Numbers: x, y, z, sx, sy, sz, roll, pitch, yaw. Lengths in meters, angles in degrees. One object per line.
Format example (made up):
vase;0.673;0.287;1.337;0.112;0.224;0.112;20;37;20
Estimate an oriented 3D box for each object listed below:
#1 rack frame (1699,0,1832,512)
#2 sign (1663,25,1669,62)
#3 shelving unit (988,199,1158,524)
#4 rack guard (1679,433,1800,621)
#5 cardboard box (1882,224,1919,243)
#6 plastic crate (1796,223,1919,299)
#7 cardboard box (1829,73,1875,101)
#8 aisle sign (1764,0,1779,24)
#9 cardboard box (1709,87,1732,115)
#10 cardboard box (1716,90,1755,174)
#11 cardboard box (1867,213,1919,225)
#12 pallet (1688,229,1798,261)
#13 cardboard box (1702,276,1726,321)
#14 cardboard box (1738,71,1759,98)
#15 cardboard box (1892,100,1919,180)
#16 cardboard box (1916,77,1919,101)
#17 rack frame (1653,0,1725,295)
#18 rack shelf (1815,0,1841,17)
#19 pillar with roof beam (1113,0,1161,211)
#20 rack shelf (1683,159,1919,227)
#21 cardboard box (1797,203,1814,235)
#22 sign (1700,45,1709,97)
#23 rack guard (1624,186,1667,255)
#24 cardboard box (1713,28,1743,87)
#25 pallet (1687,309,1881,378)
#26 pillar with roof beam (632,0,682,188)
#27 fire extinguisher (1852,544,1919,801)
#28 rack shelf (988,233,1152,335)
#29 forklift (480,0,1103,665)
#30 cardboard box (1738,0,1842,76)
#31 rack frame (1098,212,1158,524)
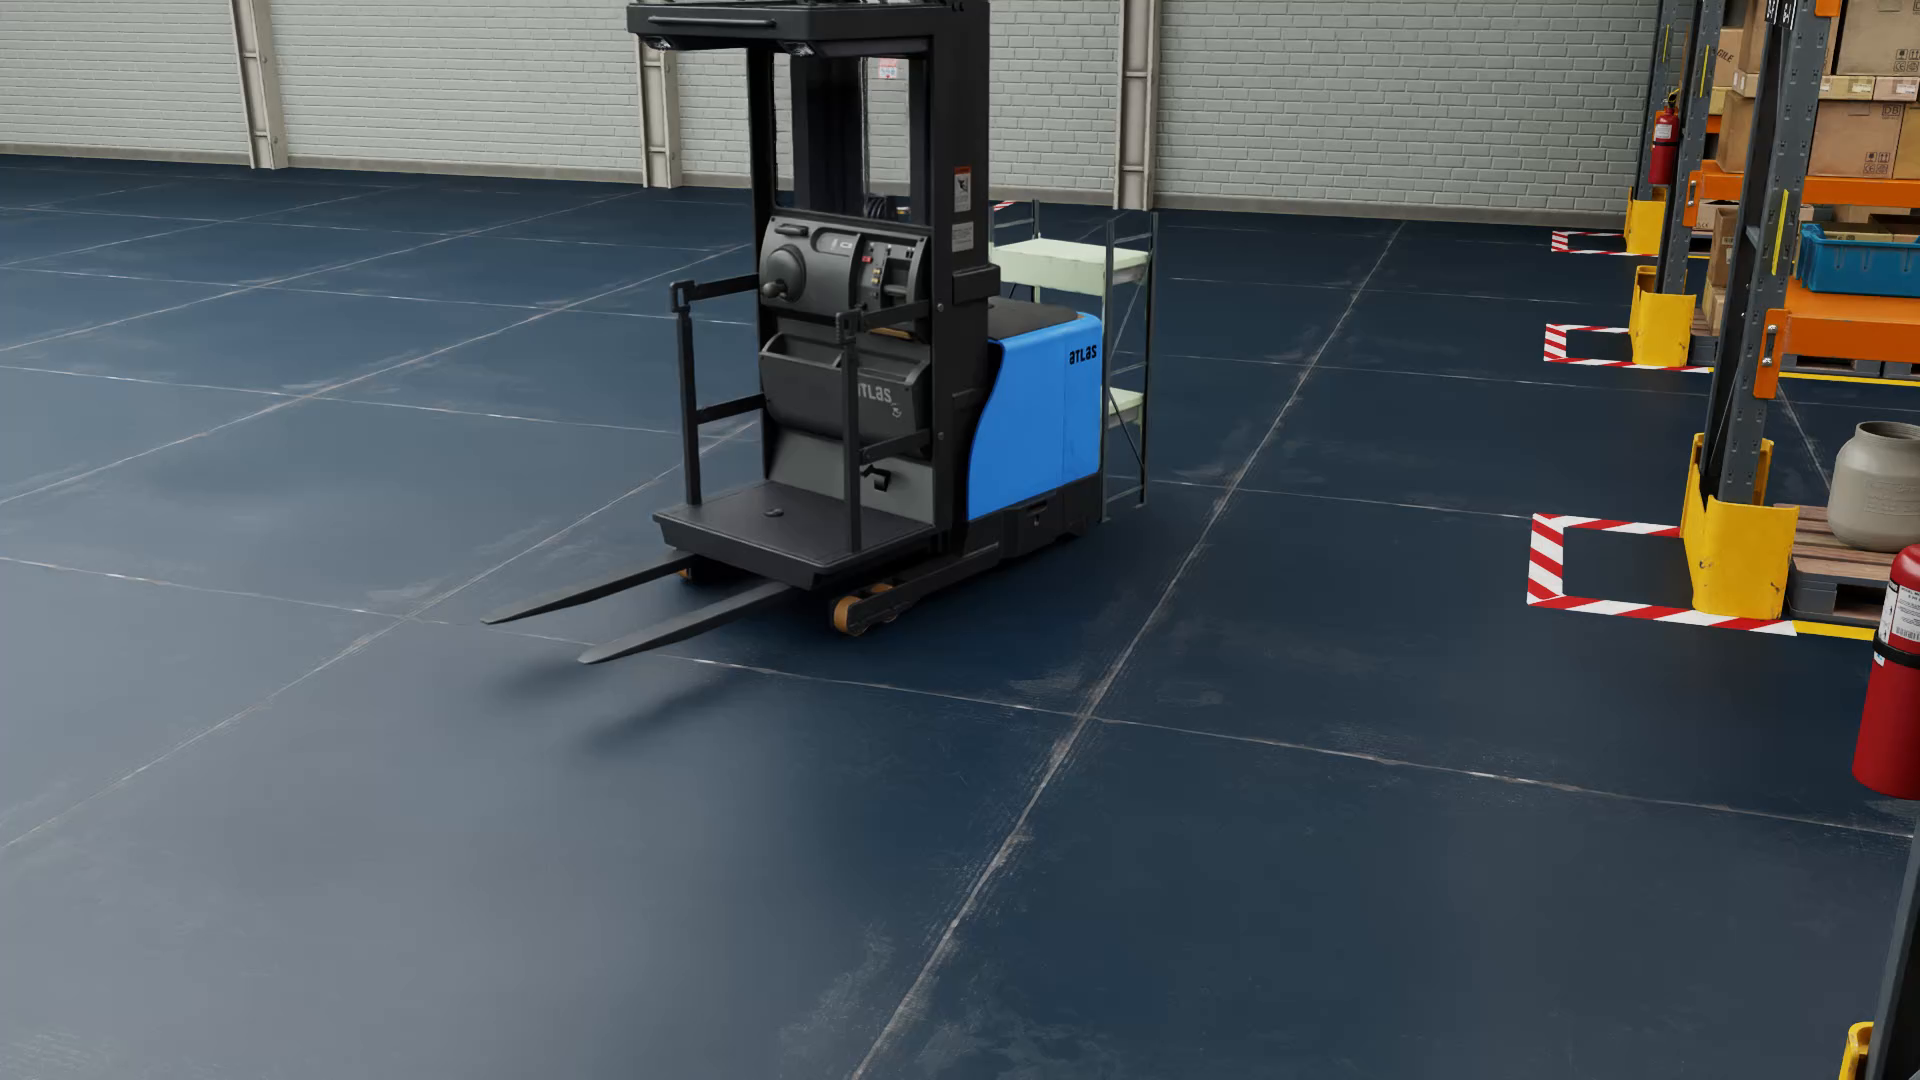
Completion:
rack frame;3.438;-1.260;7.135;0.127;3.000;1.000;7;20;18
sign;6.511;-4.581;15.345;0.005;0.325;0.100;7;20;18
shelving unit;0.550;-0.921;8.439;0.755;1.500;0.431;16;25;38
rack guard;3.525;-0.087;7.565;0.348;0.500;1.175;7;20;18
cardboard box;6.450;-1.824;11.151;0.500;0.500;0.500;7;20;18
plastic crate;4.009;-1.229;7.271;0.616;0.251;0.499;7;20;18
cardboard box;5.853;-2.989;10.957;0.250;0.149;0.380;7;20;18
aisle sign;3.468;-2.588;6.994;0.004;0.787;0.394;7;20;18
cardboard box;7.046;-4.128;15.559;0.500;0.250;0.500;6;20;16
cardboard box;5.504;-2.793;11.380;0.500;0.500;0.700;7;20;18
cardboard box;6.621;-1.985;11.615;0.500;0.500;0.500;7;20;18
pallet;7.517;-2.917;16.124;1.213;0.211;1.003;7;20;18
cardboard box;5.671;-1.734;12.033;0.500;0.250;0.500;7;20;18
cardboard box;5.367;-3.044;11.115;0.250;0.149;0.380;6;20;18
cardboard box;6.469;-2.682;11.062;0.500;0.500;0.700;7;20;18
cardboard box;6.343;-2.933;10.797;0.250;0.149;0.380;6;20;16
rack frame;5.067;-2.800;11.552;0.127;3.000;1.000;7;20;18
rack shelf;5.327;-2.121;6.140;4.000;0.370;1.077;7;20;18
pillar with roof beam;0.554;-6.677;13.558;0.400;9.000;9.100;7;20;18
rack shelf;6.957;-2.244;11.051;4.000;0.370;1.077;7;20;18
cardboard box;7.852;-3.115;15.871;0.500;0.311;0.500;8;21;23
sign;4.879;-3.074;10.903;0.005;0.325;0.100;7;20;18
rack guard;6.761;-3.152;16.360;0.348;0.500;1.175;7;20;18
cardboard box;7.042;-4.488;15.454;0.500;0.500;0.500;7;20;18
pallet;5.803;-1.414;11.812;1.213;0.211;1.003;7;20;18
pillar with roof beam;-5.114;-7.325;15.418;0.400;9.000;9.100;7;20;18
fire extinguisher;1.856;0.160;3.176;0.183;0.674;0.296;7;20;18
rack shelf;0.550;-1.289;8.311;0.720;0.370;0.431;16;25;38
forklift;-0.644;-1.170;6.979;1.130;2.935;3.031;16;25;38
cardboard box;5.554;-3.400;11.150;0.500;0.500;0.700;7;20;18
rack frame;0.829;-0.843;8.215;0.023;1.500;0.400;16;25;38
